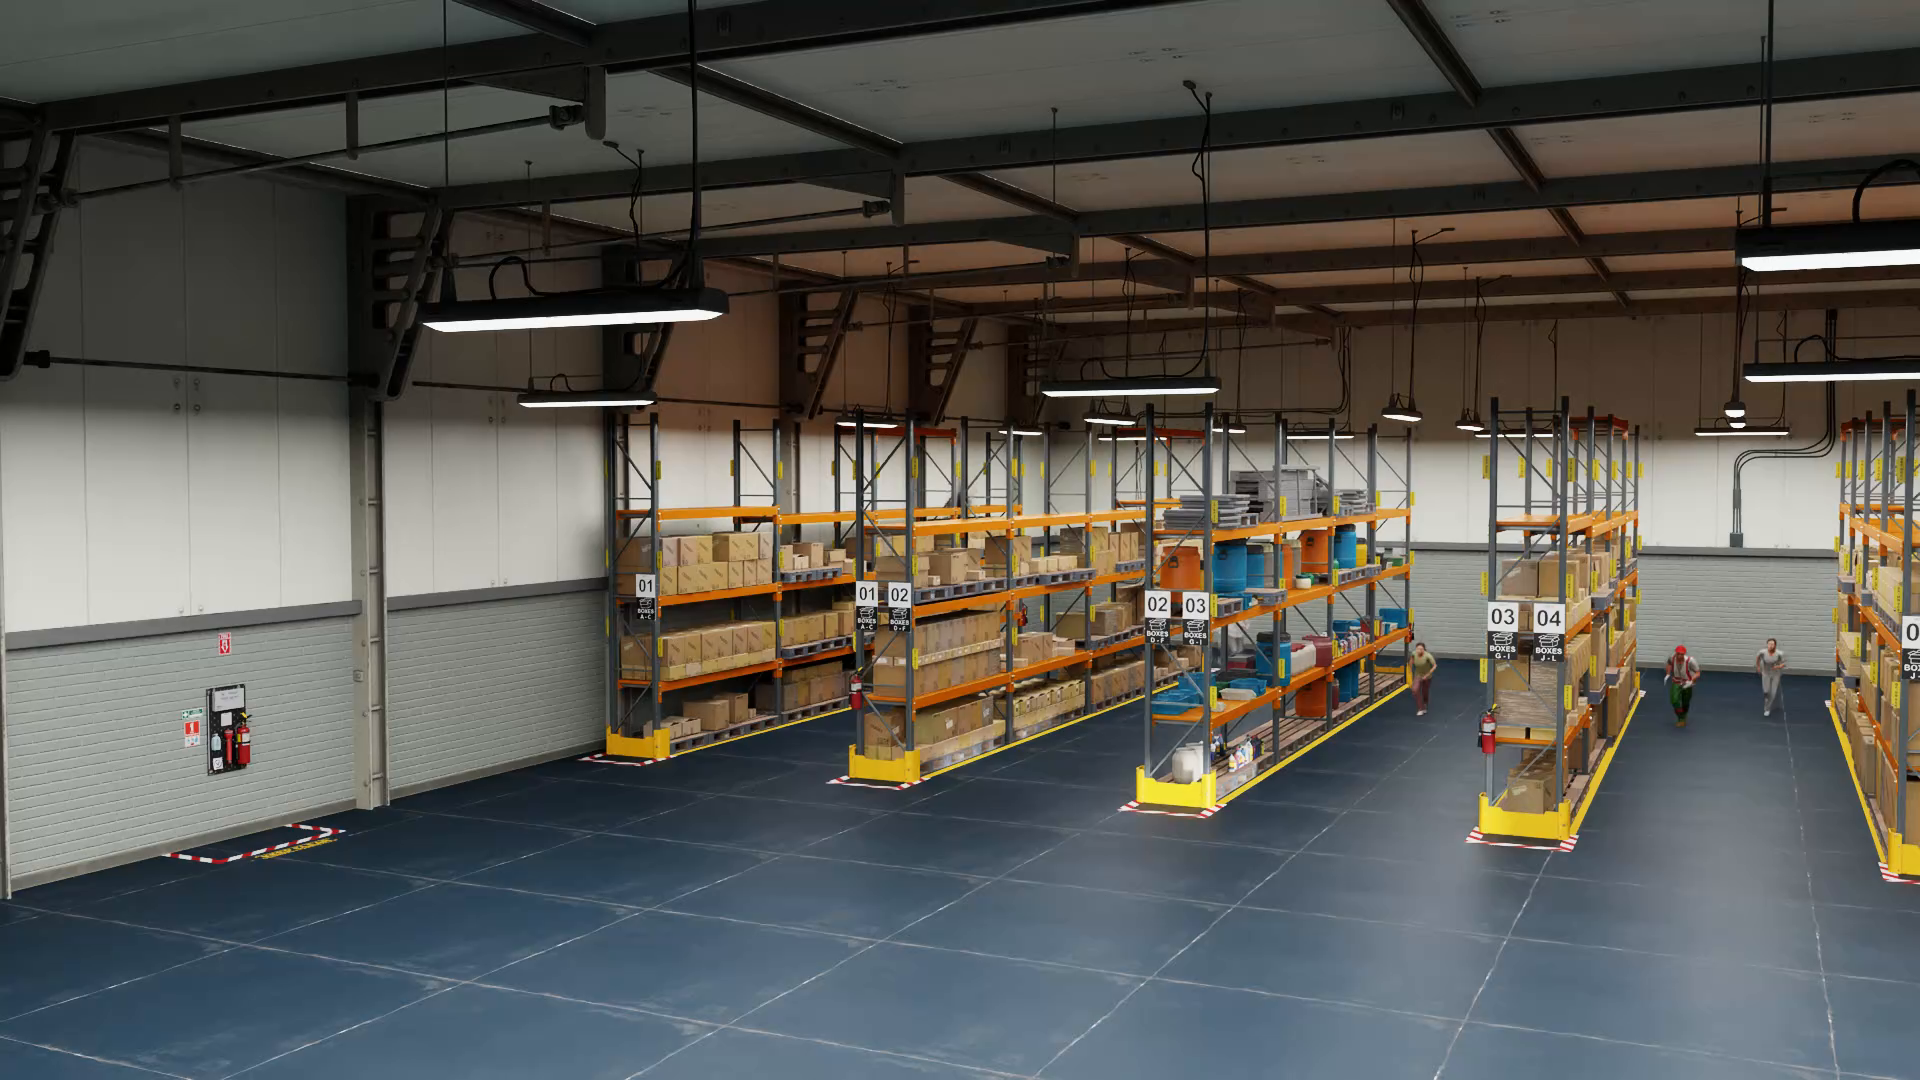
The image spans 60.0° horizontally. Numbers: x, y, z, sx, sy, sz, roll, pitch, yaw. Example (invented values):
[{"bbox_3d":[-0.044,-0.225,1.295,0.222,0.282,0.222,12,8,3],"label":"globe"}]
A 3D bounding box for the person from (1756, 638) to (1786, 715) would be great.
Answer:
[{"bbox_3d":[16.540,2.791,33.933,0.541,1.597,0.686,1,3,23],"label":"person"}]

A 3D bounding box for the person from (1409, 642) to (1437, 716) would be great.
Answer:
[{"bbox_3d":[9.546,2.812,34.149,0.574,1.522,1.037,1,3,28],"label":"person"}]

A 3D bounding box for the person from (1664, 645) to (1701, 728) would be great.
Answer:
[{"bbox_3d":[14.169,2.830,32.550,0.676,1.625,1.133,2,3,34],"label":"person"}]

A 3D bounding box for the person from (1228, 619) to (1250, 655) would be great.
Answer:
[{"bbox_3d":[6.923,2.398,41.617,0.651,1.739,0.822,0,2,-2],"label":"person"}]
